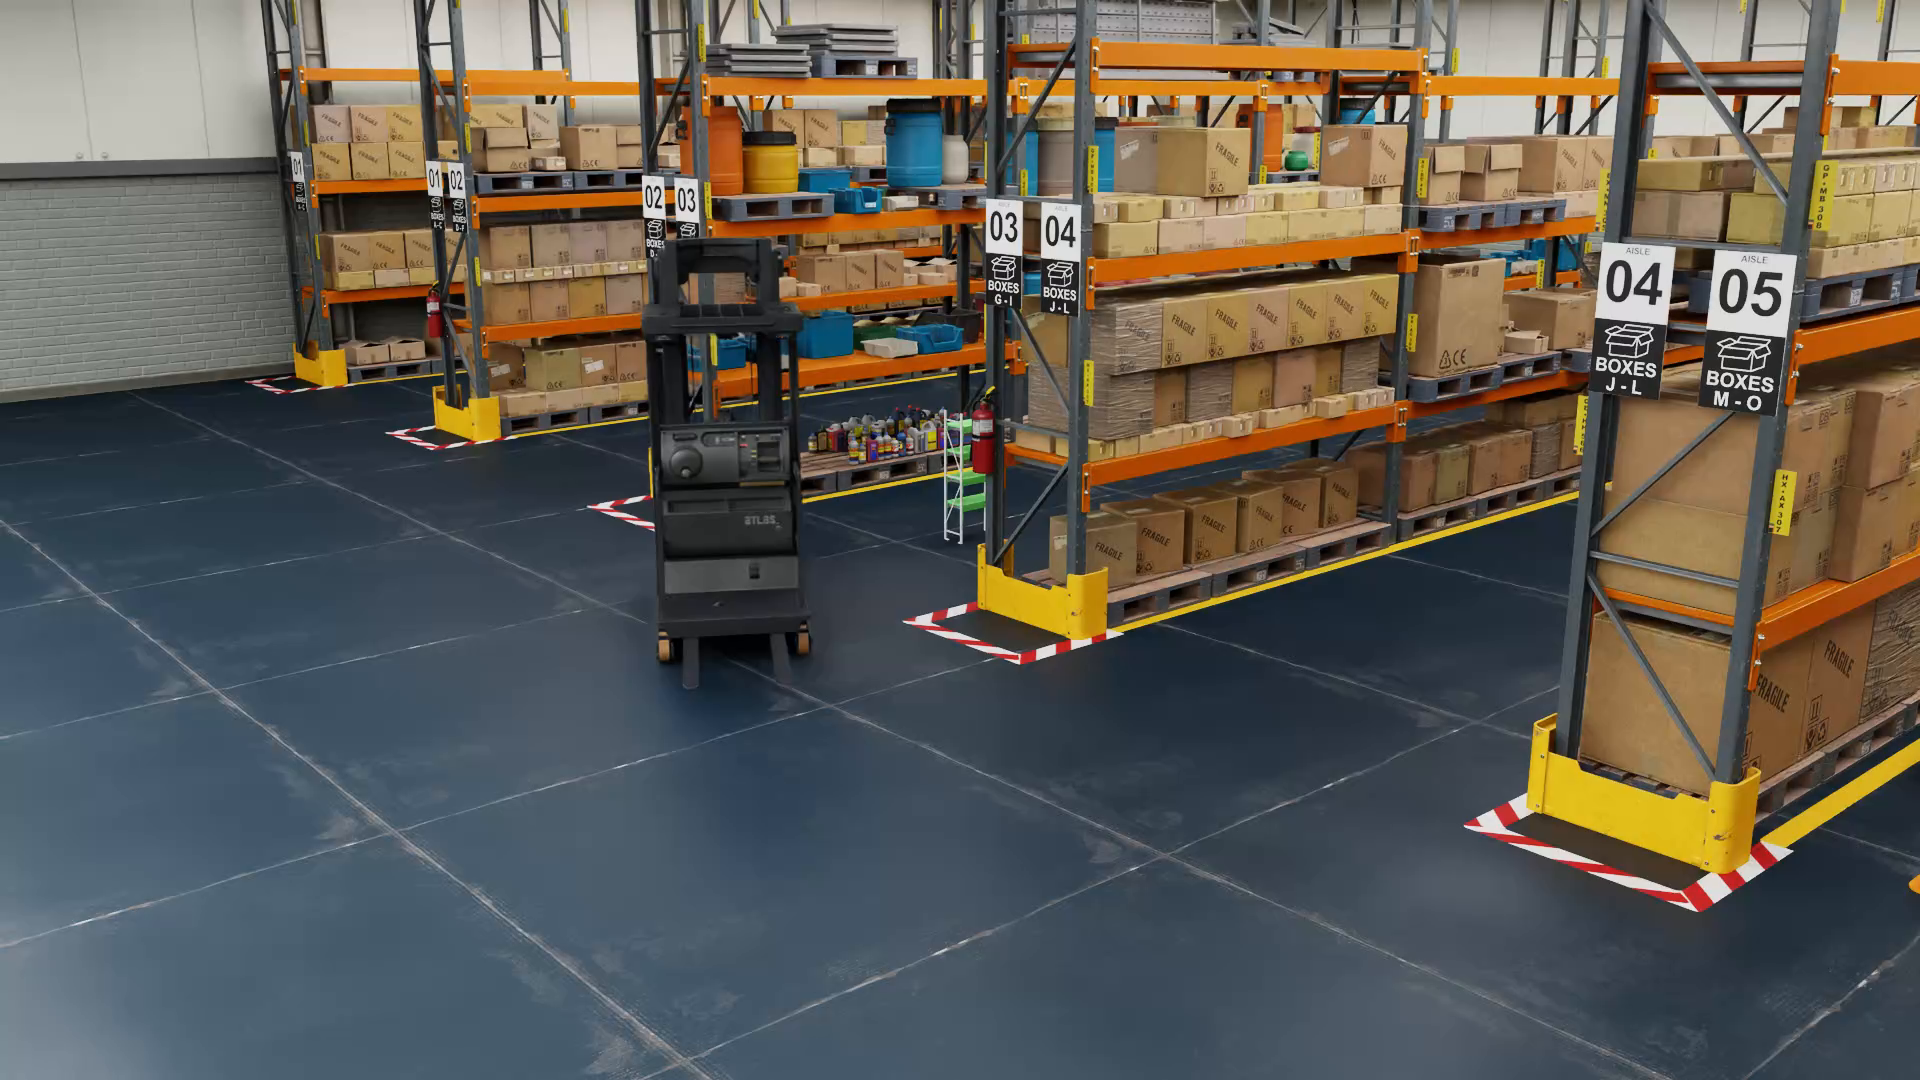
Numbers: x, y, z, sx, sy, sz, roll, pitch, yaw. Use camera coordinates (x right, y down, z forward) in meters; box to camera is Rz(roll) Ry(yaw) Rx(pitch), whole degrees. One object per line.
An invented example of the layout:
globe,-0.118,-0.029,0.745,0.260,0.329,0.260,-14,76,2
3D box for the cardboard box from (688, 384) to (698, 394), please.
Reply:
cardboard box,-3.503,-2.100,21.813,0.500,0.250,0.500,-13,19,-39

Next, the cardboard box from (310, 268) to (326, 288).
cardboard box,-8.960,-3.769,23.801,0.500,0.250,0.500,-12,19,-39

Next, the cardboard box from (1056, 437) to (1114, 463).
cardboard box,0.941,-0.703,12.556,0.250,0.149,0.380,-13,19,-39

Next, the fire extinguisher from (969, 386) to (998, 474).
fire extinguisher,0.181,-0.855,12.790,0.183,0.674,0.296,-13,19,-39

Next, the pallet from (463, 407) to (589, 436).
pallet,-5.381,-1.542,20.614,1.213,0.211,1.003,-13,19,-39

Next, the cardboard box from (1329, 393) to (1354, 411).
cardboard box,3.195,-1.214,14.469,0.250,0.149,0.380,-13,19,-39

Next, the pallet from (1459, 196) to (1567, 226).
pallet,4.903,-3.119,15.664,1.003,0.211,1.213,-13,19,-39

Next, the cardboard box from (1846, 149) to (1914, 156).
cardboard box,5.695,-2.357,10.382,0.250,0.149,0.380,-13,20,-40

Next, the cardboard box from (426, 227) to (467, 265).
cardboard box,-7.473,-4.295,24.316,0.500,0.500,0.500,-12,19,-38

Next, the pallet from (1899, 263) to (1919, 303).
pallet,5.223,-1.581,9.718,1.213,0.211,1.003,-13,19,-39

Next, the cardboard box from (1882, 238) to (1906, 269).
cardboard box,4.791,-1.543,8.881,0.250,0.149,0.380,-12,19,-39

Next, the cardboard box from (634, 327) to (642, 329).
cardboard box,-5.266,-3.623,26.993,0.500,0.500,0.700,-13,20,-40

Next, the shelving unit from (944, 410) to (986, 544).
shelving unit,0.125,-0.608,15.200,0.503,1.200,0.258,-13,19,-39

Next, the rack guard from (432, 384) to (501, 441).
rack guard,-5.948,-1.540,20.046,0.348,0.500,1.175,-13,19,-39

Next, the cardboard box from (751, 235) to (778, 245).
cardboard box,-3.498,-5.250,28.045,0.700,0.500,0.500,13,20,40

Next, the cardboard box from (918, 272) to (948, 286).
cardboard box,-0.392,-3.779,24.073,0.250,0.149,0.380,-13,19,-39

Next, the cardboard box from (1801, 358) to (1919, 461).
cardboard box,5.235,-0.784,9.989,0.500,0.550,0.875,-13,19,-39

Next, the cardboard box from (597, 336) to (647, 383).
cardboard box,-4.246,-2.289,21.070,0.500,0.500,0.500,-13,19,-39

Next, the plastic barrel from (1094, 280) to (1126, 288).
plastic barrel,1.755,-2.774,19.558,0.433,0.535,0.433,0,15,0

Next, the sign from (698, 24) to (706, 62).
sign,-2.324,-4.476,14.975,0.005,0.325,0.100,-13,19,-39

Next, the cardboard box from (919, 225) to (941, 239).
cardboard box,-0.694,-5.734,30.096,0.500,0.500,0.500,-12,19,-39

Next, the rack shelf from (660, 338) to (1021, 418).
rack shelf,-1.173,-1.778,17.487,4.000,0.370,1.077,-13,19,-39

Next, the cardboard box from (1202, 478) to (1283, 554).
cardboard box,2.415,-0.216,14.277,0.500,0.500,0.500,14,20,42

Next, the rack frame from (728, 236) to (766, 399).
rack frame,-2.913,-3.429,22.276,0.127,3.000,1.000,-13,19,-39

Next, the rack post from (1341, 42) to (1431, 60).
rack post,5.715,-6.545,22.461,0.954,0.300,0.937,-13,20,-40

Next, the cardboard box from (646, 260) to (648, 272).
cardboard box,-3.936,-3.488,21.046,0.250,0.149,0.380,-12,19,-38

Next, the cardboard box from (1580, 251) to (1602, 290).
cardboard box,7.167,-2.831,17.900,0.637,0.503,0.797,-12,19,-38

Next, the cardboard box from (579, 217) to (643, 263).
cardboard box,-4.379,-3.773,20.854,0.500,0.500,0.700,-13,19,-39

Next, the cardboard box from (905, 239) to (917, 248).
cardboard box,-0.990,-5.357,29.941,0.250,0.149,0.380,-13,19,-39

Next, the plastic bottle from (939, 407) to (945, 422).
plastic bottle,-0.192,-1.390,19.076,0.097,0.271,0.097,0,15,0

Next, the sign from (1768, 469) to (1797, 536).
sign,4.109,-0.187,8.307,0.005,0.325,0.100,-13,19,-39

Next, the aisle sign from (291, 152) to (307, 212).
aisle sign,-9.042,-4.901,22.747,0.004,0.787,0.394,-13,19,-39

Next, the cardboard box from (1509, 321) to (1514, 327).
cardboard box,5.189,-2.069,16.660,0.500,0.250,0.500,-13,20,-41

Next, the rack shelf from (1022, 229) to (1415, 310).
rack shelf,2.078,-2.263,13.491,4.000,0.370,1.077,-13,19,-39

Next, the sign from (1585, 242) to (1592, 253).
sign,9.762,-4.472,25.862,0.005,0.325,0.100,-13,19,-39

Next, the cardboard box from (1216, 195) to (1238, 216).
cardboard box,1.933,-2.607,12.903,0.250,0.149,0.380,-14,20,-42

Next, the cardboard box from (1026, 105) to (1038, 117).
cardboard box,0.823,-6.246,24.879,0.500,0.500,0.500,-13,19,-39

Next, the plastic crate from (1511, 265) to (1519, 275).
plastic crate,8.259,-4.073,25.082,0.250,0.136,0.298,-13,19,-39

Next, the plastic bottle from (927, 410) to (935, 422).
plastic bottle,-0.348,-1.315,18.772,0.133,0.283,0.061,-13,19,-39

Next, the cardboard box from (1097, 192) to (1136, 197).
cardboard box,1.156,-2.636,13.010,0.250,0.149,0.380,-13,19,-39

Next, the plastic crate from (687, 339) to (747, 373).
plastic crate,-2.500,-1.858,16.681,0.616,0.251,0.499,-13,19,-39

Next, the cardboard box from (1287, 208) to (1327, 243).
cardboard box,2.633,-2.575,13.555,0.500,0.250,0.500,-13,20,-40

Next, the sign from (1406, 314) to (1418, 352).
sign,3.949,-1.814,14.551,0.005,0.325,0.100,-13,19,-39

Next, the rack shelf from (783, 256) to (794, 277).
rack shelf,-4.659,-4.384,27.245,4.000,0.370,1.077,-13,19,-39

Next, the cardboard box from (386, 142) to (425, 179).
cardboard box,-7.951,-5.403,23.621,0.500,0.500,0.500,-12,19,-37

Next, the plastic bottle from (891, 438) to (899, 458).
plastic bottle,-0.701,-0.986,17.697,0.097,0.201,0.097,0,15,0

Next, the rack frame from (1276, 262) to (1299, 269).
rack frame,6.140,-5.462,29.886,0.127,3.000,1.000,-13,19,-39

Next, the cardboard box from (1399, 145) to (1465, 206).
cardboard box,4.007,-3.262,14.825,0.637,0.503,0.797,-14,20,-42

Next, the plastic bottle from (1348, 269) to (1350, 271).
plastic bottle,5.496,-3.693,23.505,0.135,0.276,0.152,-13,19,-39

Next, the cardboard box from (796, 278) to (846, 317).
cardboard box,-2.509,-4.334,29.014,0.750,0.750,0.750,-13,20,-40

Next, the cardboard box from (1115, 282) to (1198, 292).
cardboard box,1.575,-1.809,13.502,0.500,0.500,0.500,-13,19,-39

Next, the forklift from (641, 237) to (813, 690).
forklift,-1.677,-0.636,11.950,1.130,2.935,3.031,-2,15,-9

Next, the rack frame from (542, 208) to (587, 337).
rack frame,-6.167,-4.393,25.884,0.127,3.000,1.000,-13,19,-39

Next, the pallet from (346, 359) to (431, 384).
pallet,-8.492,-2.512,24.244,1.213,0.211,1.003,-13,19,-39
